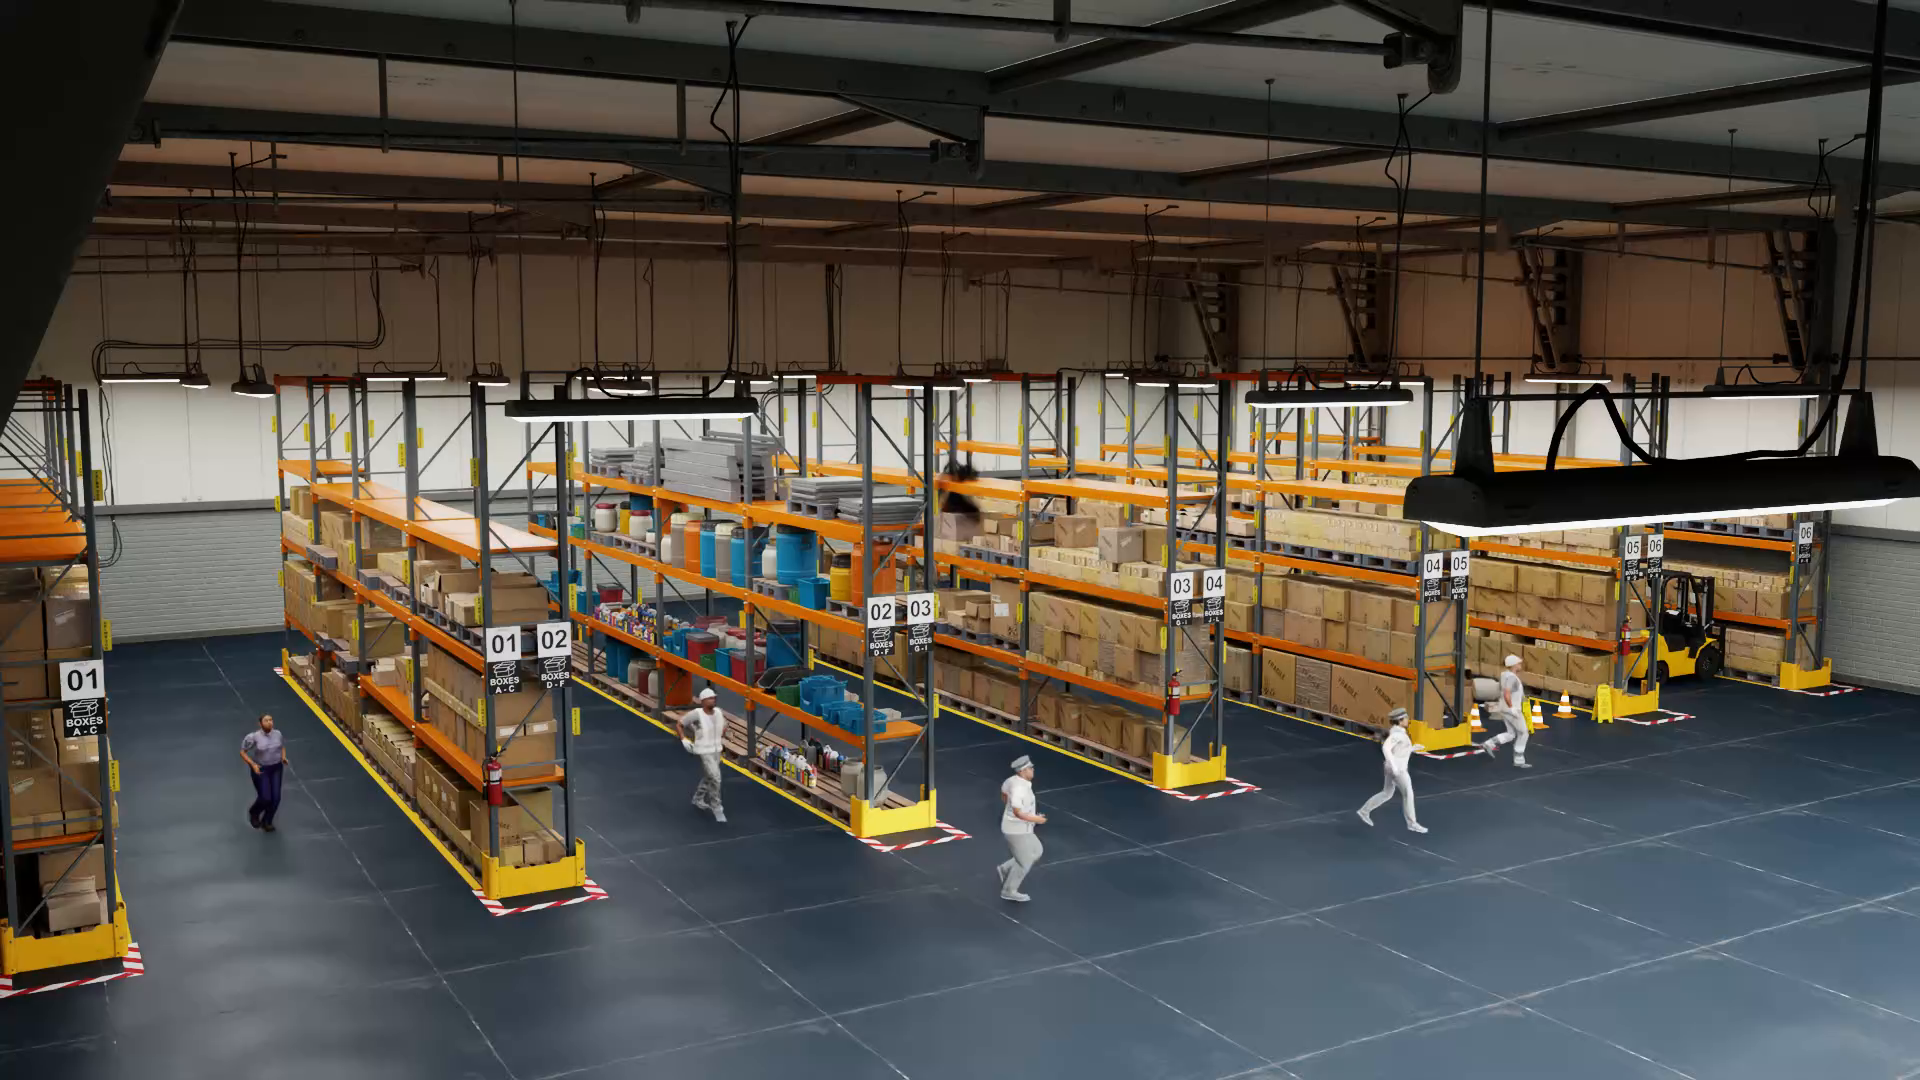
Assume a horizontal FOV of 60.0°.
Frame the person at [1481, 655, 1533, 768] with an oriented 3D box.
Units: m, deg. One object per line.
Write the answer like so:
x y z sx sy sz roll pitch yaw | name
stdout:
8.491 2.657 25.735 0.791 1.784 0.695 0 6 2 | person

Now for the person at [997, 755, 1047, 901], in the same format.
0.734 3.357 19.372 0.559 1.738 0.671 0 6 -1 | person

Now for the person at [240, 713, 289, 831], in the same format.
-9.242 3.109 22.214 0.536 1.595 0.581 5 8 39 | person

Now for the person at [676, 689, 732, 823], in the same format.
-3.477 2.953 22.944 0.809 1.816 0.690 5 8 37 | person

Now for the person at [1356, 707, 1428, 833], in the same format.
5.785 3.054 22.044 0.907 1.684 0.495 0 6 3 | person
